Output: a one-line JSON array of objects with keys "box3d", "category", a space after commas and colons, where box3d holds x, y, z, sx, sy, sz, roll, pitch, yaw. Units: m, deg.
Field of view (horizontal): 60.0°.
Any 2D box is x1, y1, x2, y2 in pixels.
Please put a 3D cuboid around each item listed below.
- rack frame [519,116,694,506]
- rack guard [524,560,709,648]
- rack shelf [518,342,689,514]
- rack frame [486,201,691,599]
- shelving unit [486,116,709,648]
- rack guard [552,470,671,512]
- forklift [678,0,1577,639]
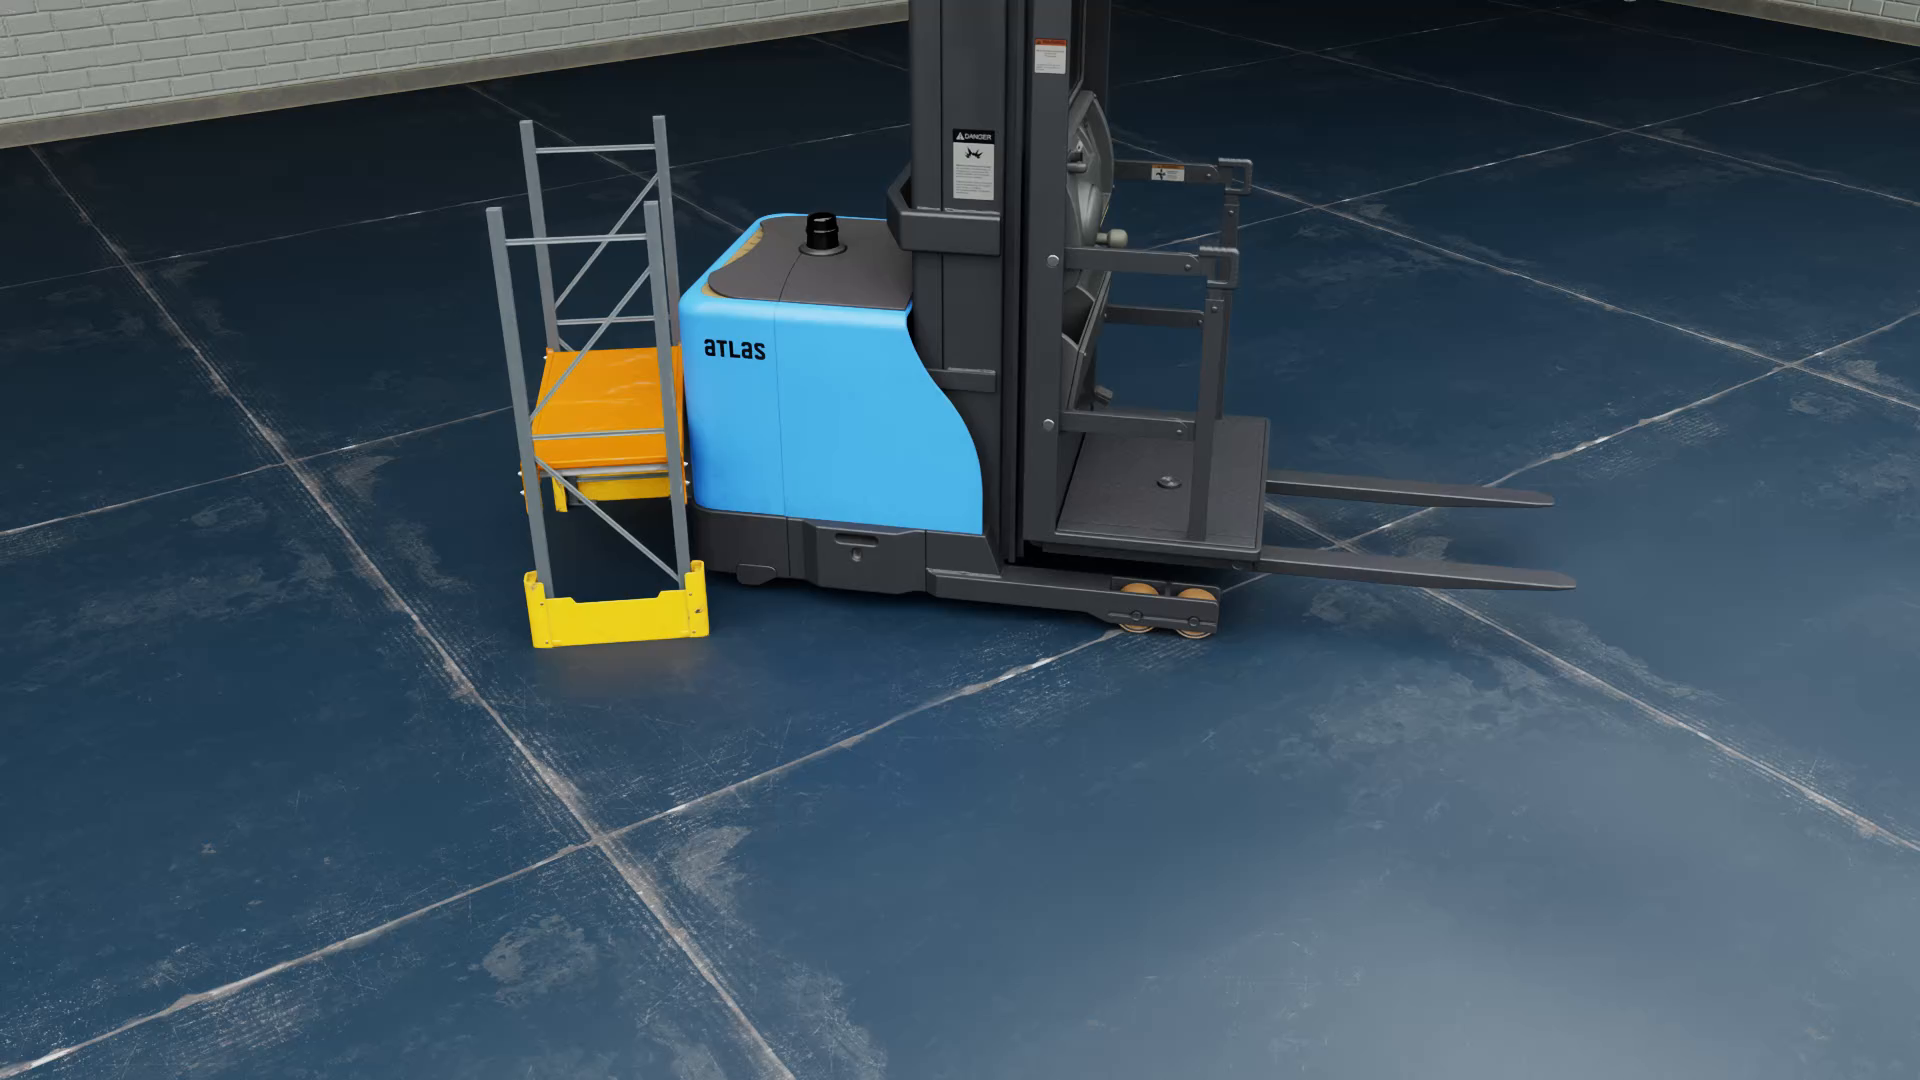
[{"box3d": [-1.285, -0.814, 6.177, 0.500, 1.500, 0.032, -4, 29, -7], "category": "rack frame"}, {"box3d": [-1.149, 0.215, 5.591, 0.587, 0.250, 0.087, -4, 29, -7], "category": "rack guard"}, {"box3d": [-1.217, -0.416, 5.820, 0.538, 0.185, 1.000, -4, 29, -7], "category": "rack shelf"}, {"box3d": [-1.149, -0.333, 5.292, 0.500, 1.500, 0.032, -4, 29, -7], "category": "rack frame"}, {"box3d": [-1.216, -0.569, 5.727, 0.587, 1.500, 1.083, -4, 29, -7], "category": "shelving unit"}, {"box3d": [-1.282, -0.256, 6.459, 0.587, 0.250, 0.087, -4, 29, -7], "category": "rack guard"}, {"box3d": [0.617, -1.230, 5.444, 3.031, 2.935, 1.130, 5, 29, 10], "category": "forklift"}]
